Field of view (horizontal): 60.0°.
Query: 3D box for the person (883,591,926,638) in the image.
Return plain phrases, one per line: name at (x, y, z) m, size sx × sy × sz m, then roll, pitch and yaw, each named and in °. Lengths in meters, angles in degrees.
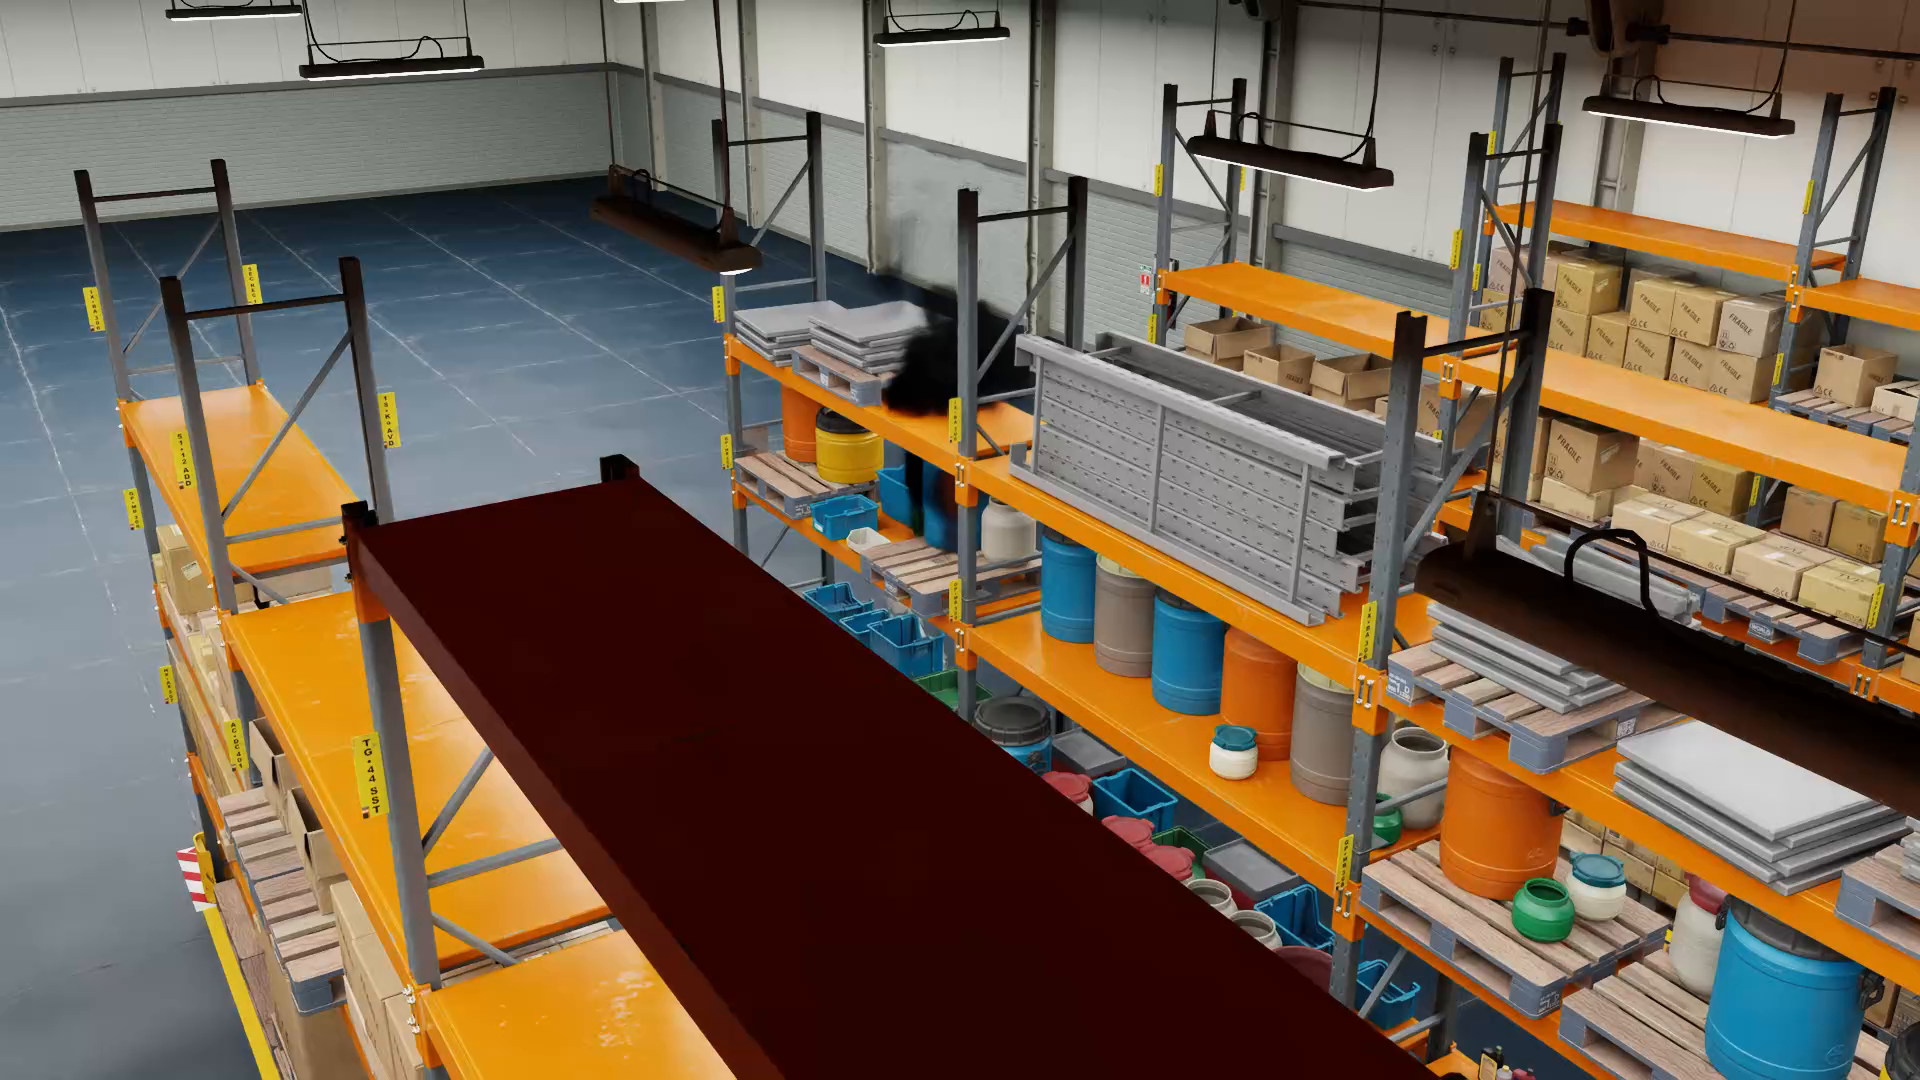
person at (-0.637, 0.510, 16.997) m, size 0.882 × 1.805 × 0.712 m, roll 14°, pitch 26°, yaw 31°
